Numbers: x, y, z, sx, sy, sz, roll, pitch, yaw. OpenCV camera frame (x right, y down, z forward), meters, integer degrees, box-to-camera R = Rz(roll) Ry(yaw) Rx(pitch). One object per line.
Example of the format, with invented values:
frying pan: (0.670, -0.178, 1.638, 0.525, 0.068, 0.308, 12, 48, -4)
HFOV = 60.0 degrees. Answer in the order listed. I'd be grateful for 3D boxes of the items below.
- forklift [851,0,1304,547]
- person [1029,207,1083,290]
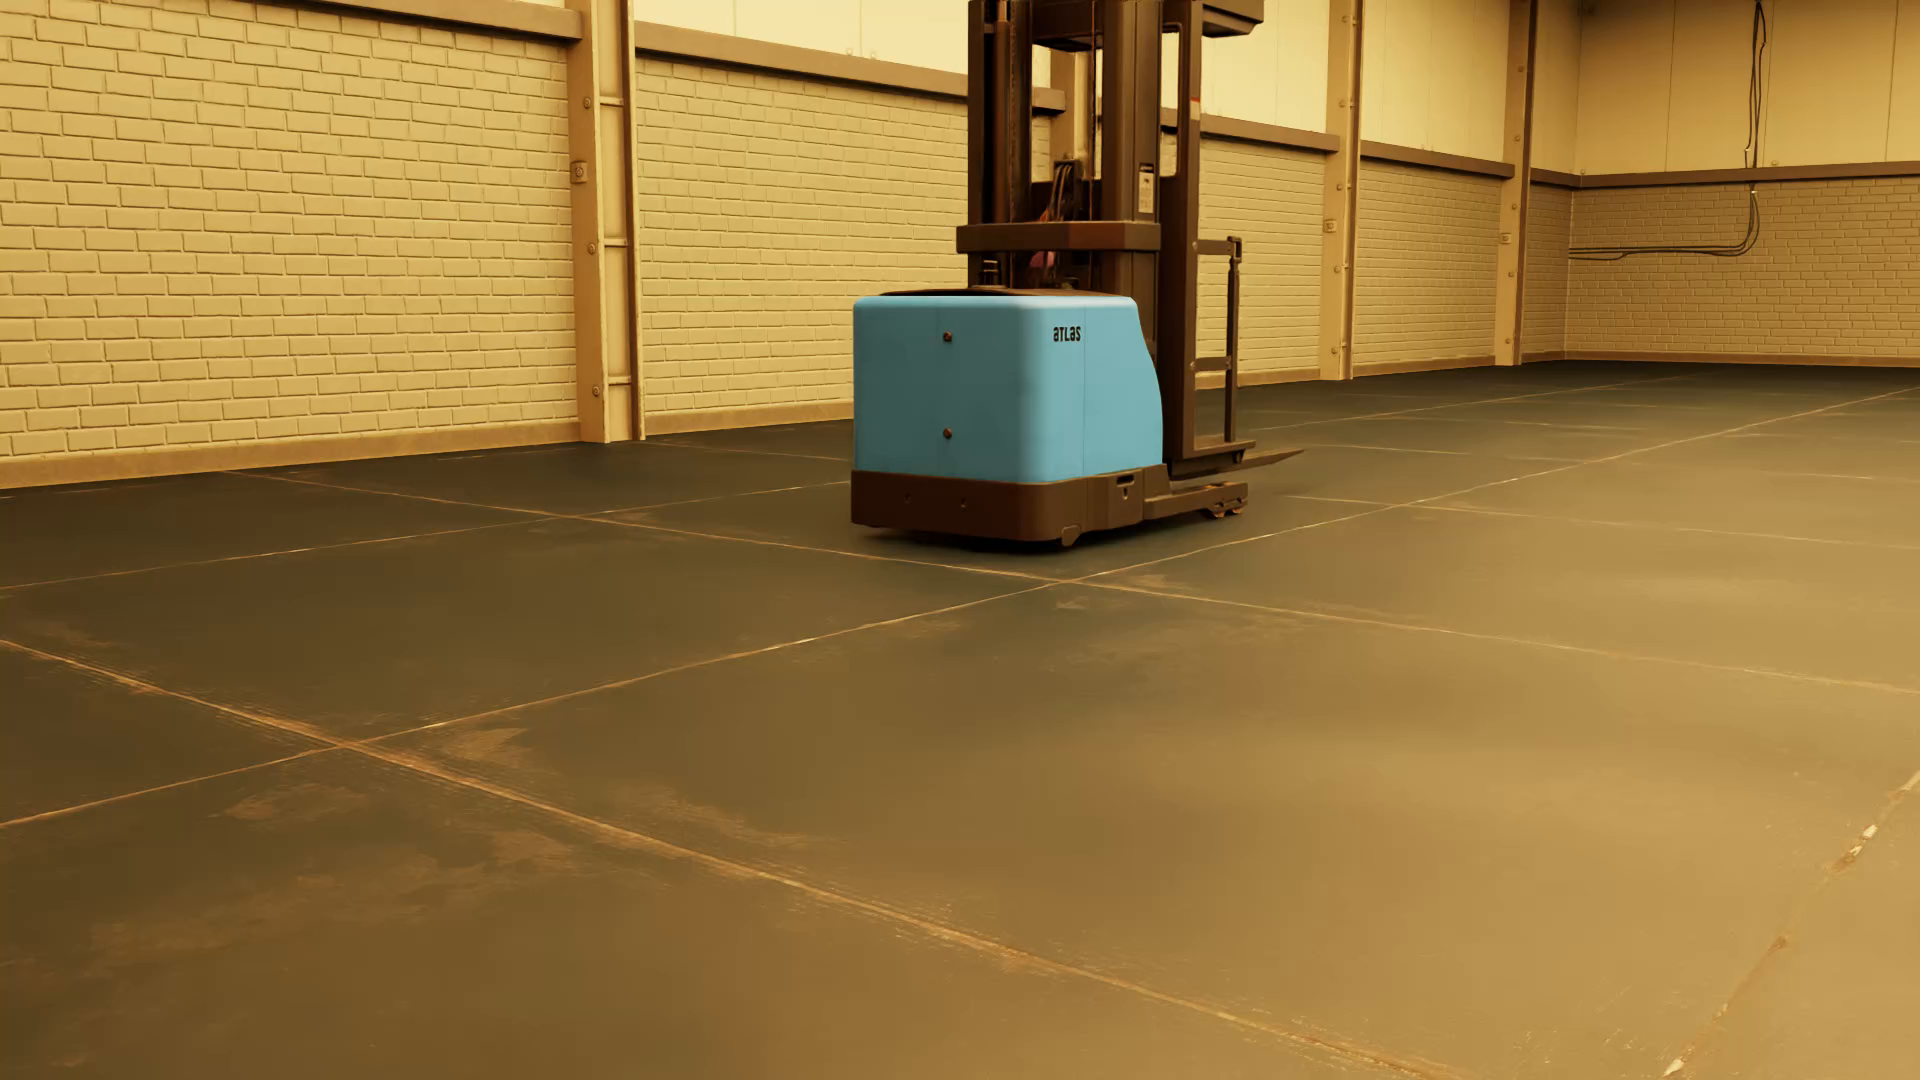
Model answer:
forklift: (0.781, -1.589, 8.142, 1.130, 2.935, 3.031, 6, 10, 35)
person: (0.589, -0.802, 8.032, 0.528, 1.406, 0.707, -1, 8, -6)
